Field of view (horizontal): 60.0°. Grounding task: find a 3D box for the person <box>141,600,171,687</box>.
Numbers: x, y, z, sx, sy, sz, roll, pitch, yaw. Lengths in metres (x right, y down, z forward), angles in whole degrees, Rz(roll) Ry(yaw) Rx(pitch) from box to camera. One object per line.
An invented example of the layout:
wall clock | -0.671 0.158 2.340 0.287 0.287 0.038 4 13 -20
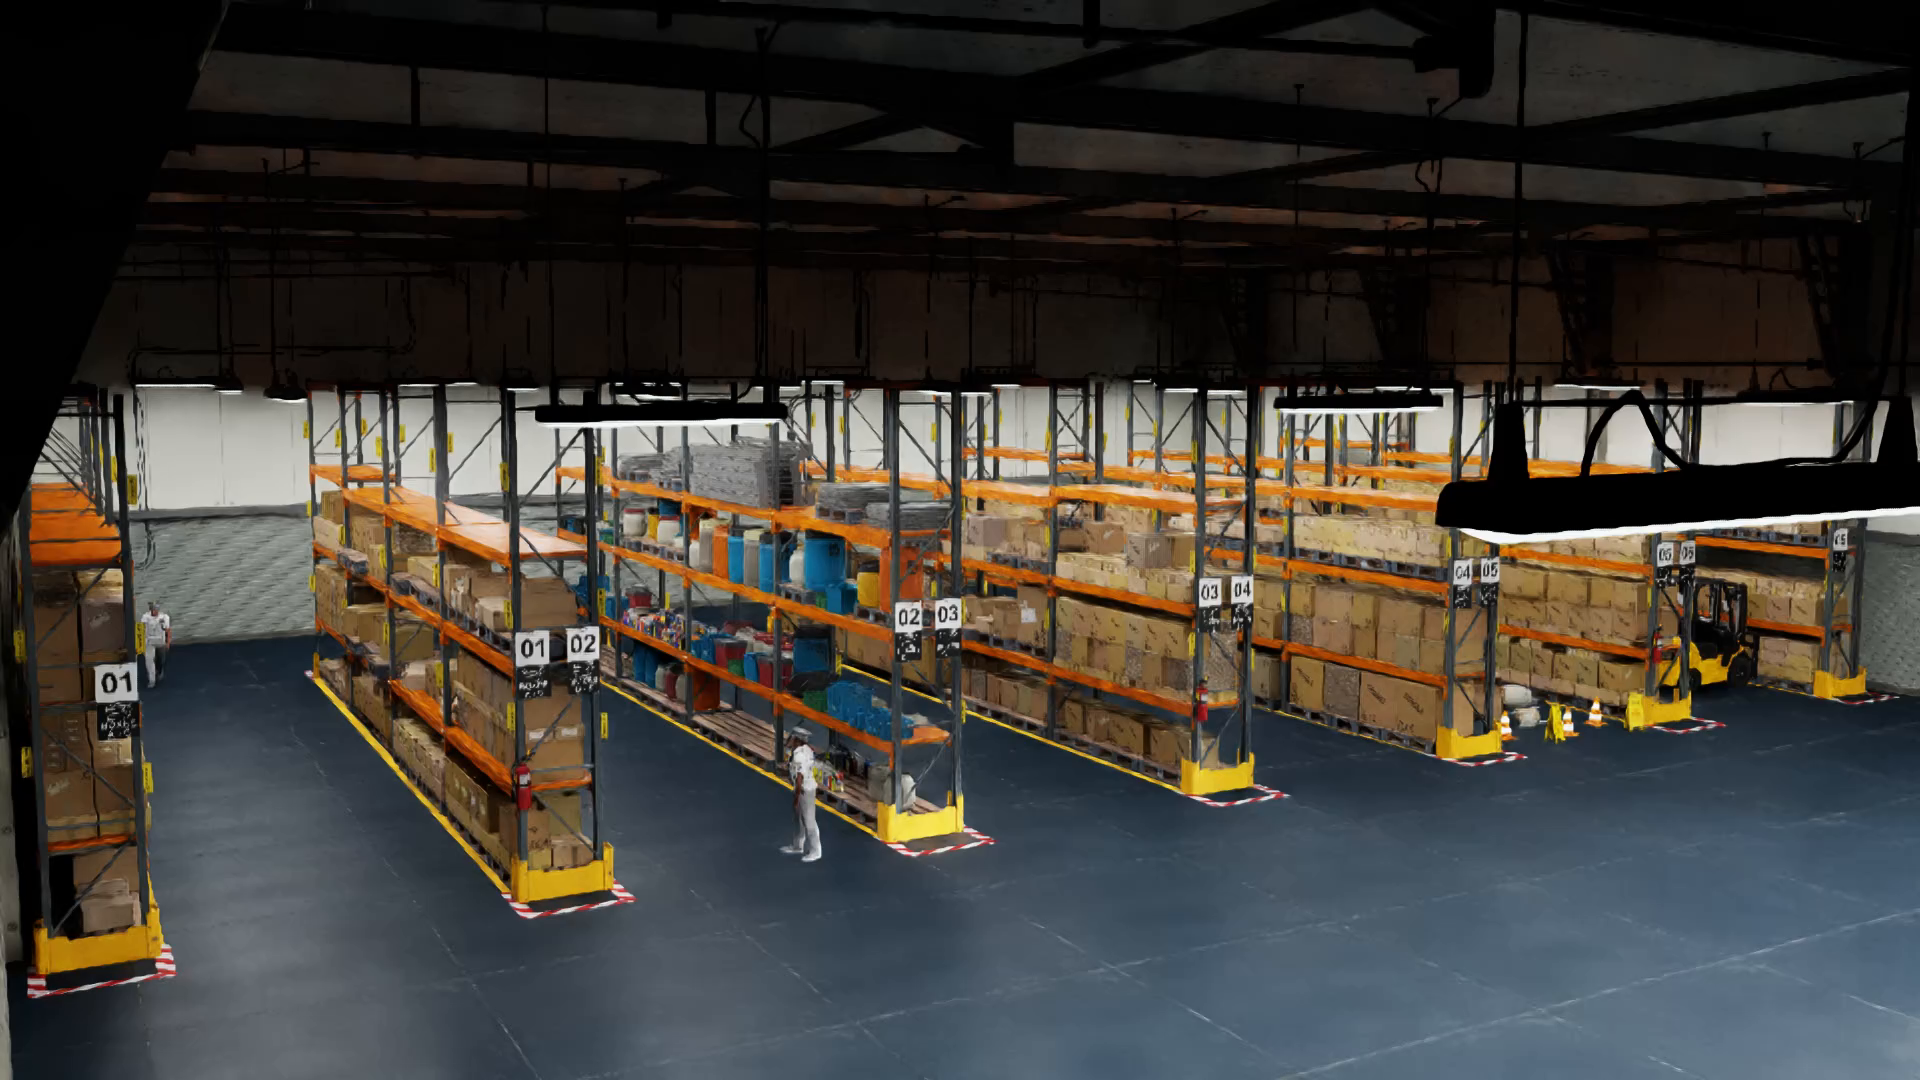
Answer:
person | -15.827 2.000 32.748 0.540 1.676 1.120 -4 7 -31

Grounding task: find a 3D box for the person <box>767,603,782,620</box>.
person | -4.425 1.240 39.779 0.696 1.714 0.481 3 7 26

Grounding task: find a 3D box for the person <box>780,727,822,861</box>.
person | -2.045 3.227 21.304 0.551 1.665 0.573 0 6 -1
